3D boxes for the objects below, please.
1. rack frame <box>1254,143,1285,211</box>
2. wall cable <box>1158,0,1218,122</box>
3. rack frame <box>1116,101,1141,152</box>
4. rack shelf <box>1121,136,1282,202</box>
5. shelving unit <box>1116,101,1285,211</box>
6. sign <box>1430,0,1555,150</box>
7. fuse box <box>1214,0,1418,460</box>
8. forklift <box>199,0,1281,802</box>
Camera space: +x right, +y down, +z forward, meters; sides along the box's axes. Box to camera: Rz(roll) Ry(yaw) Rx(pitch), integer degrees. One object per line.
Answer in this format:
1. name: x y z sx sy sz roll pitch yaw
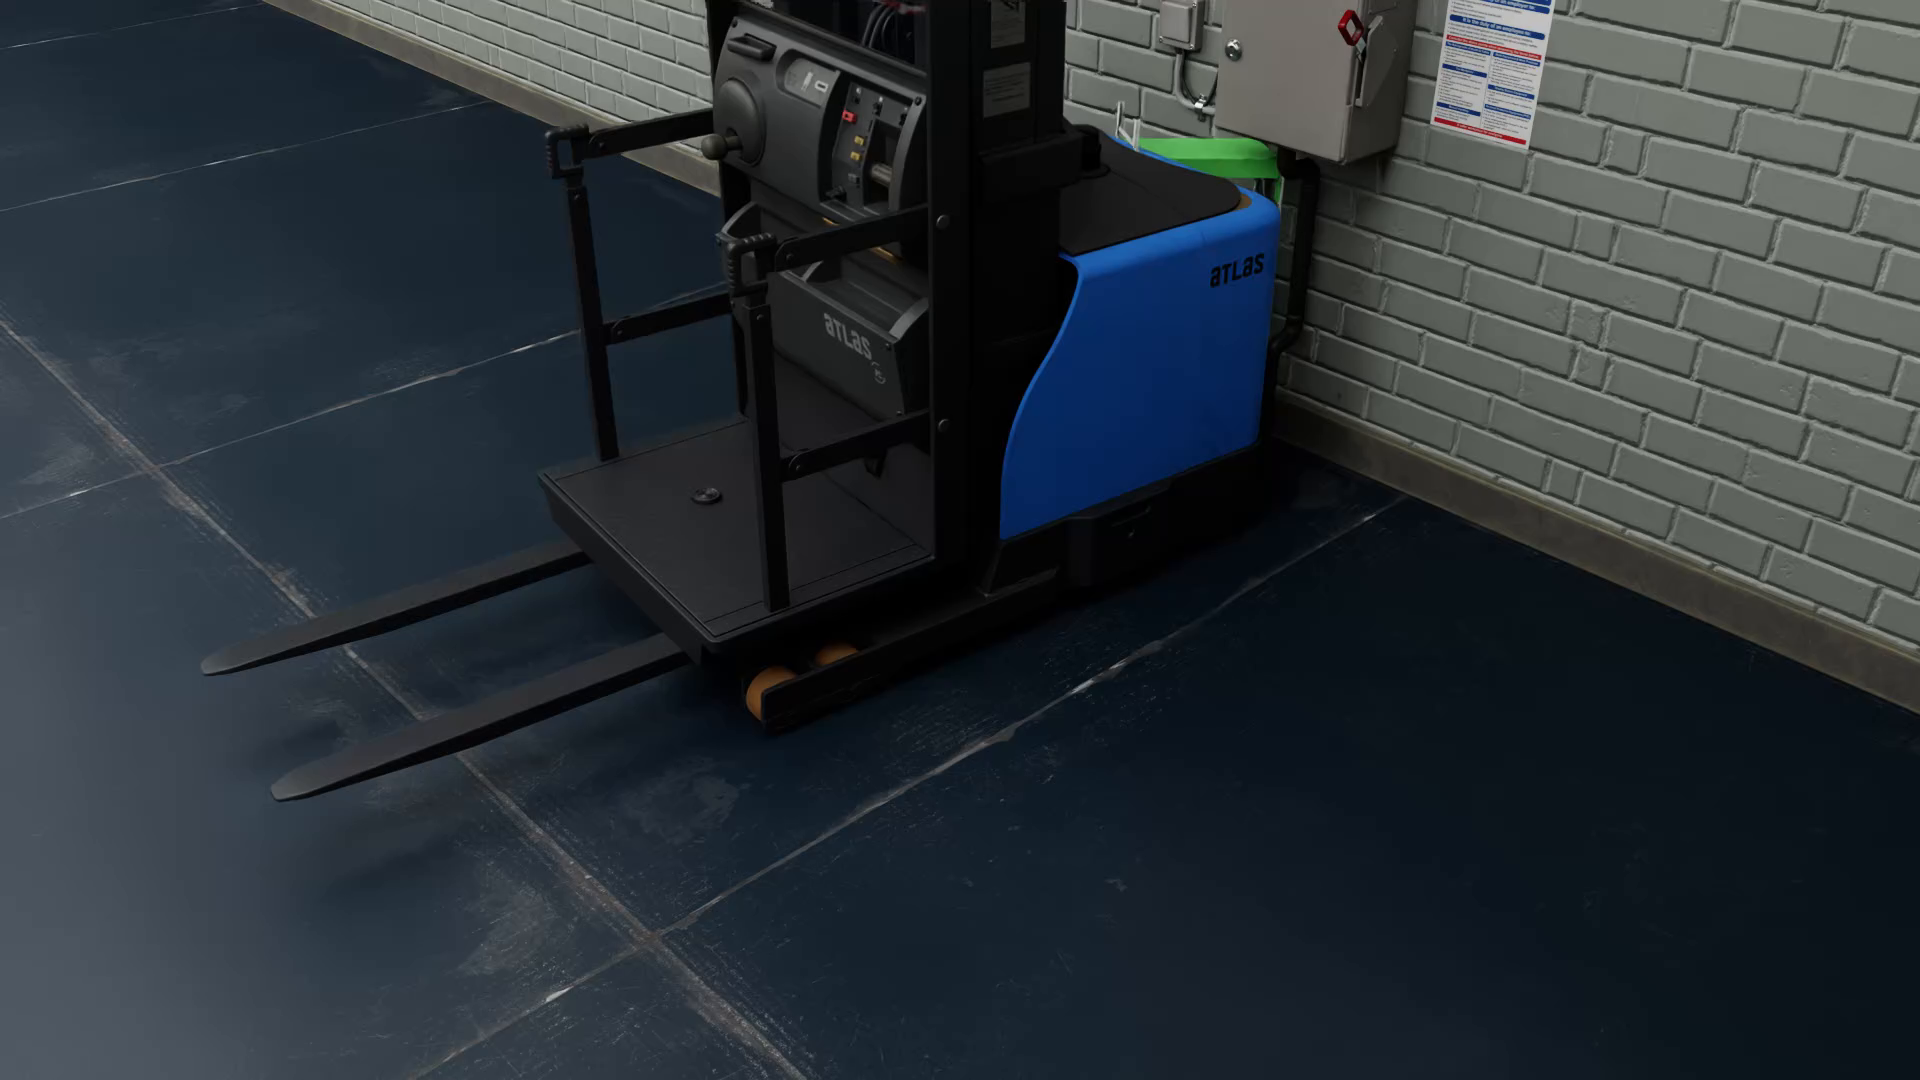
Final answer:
1. rack frame: 0.991 -0.838 5.581 0.015 1.200 0.240 -2 28 -9
2. wall cable: 0.681 -2.298 5.160 0.122 1.984 0.588 -26 40 -35
3. rack frame: 0.508 -0.821 5.508 0.015 1.200 0.240 -2 28 -9
4. rack shelf: 0.766 -1.197 5.348 0.480 0.148 0.258 -2 28 -9
5. shelving unit: 0.749 -0.830 5.544 0.503 1.200 0.258 -2 28 -9
6. sign: 1.517 -1.392 4.742 0.001 0.494 0.329 -26 40 -35
7. fuse box: 1.030 -0.998 5.243 0.414 1.711 0.539 -26 40 -35
8. forklift: -0.547 -1.061 4.176 3.031 2.935 1.130 -21 37 -30
